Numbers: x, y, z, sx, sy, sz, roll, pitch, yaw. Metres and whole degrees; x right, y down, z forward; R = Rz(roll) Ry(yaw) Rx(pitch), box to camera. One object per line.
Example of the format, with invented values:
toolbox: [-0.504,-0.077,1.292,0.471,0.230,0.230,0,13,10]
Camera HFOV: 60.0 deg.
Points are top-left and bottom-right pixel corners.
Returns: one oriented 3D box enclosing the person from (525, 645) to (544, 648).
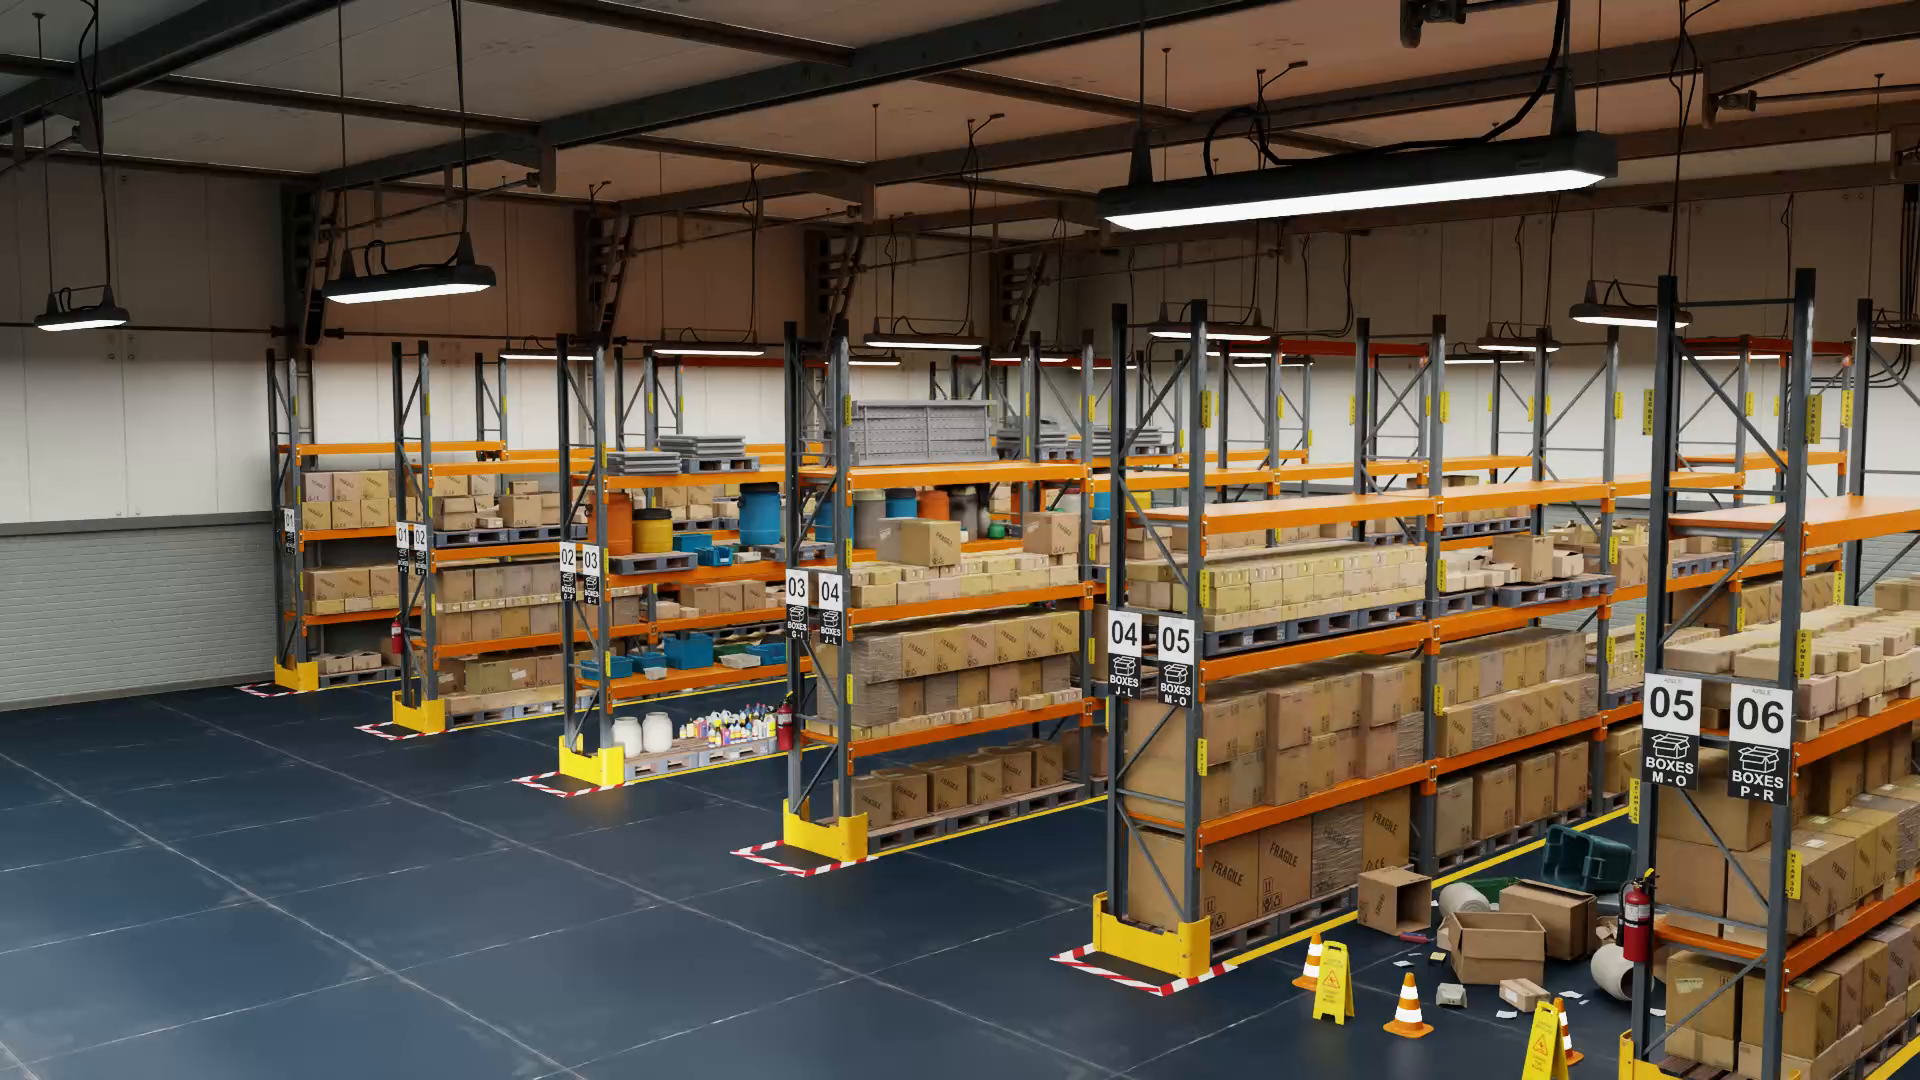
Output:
person: [-7.435,1.911,28.863,0.648,1.628,1.014,4,6,39]

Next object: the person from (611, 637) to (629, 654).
person: [-6.287,1.679,30.498,0.850,1.762,0.679,-3,6,-34]
